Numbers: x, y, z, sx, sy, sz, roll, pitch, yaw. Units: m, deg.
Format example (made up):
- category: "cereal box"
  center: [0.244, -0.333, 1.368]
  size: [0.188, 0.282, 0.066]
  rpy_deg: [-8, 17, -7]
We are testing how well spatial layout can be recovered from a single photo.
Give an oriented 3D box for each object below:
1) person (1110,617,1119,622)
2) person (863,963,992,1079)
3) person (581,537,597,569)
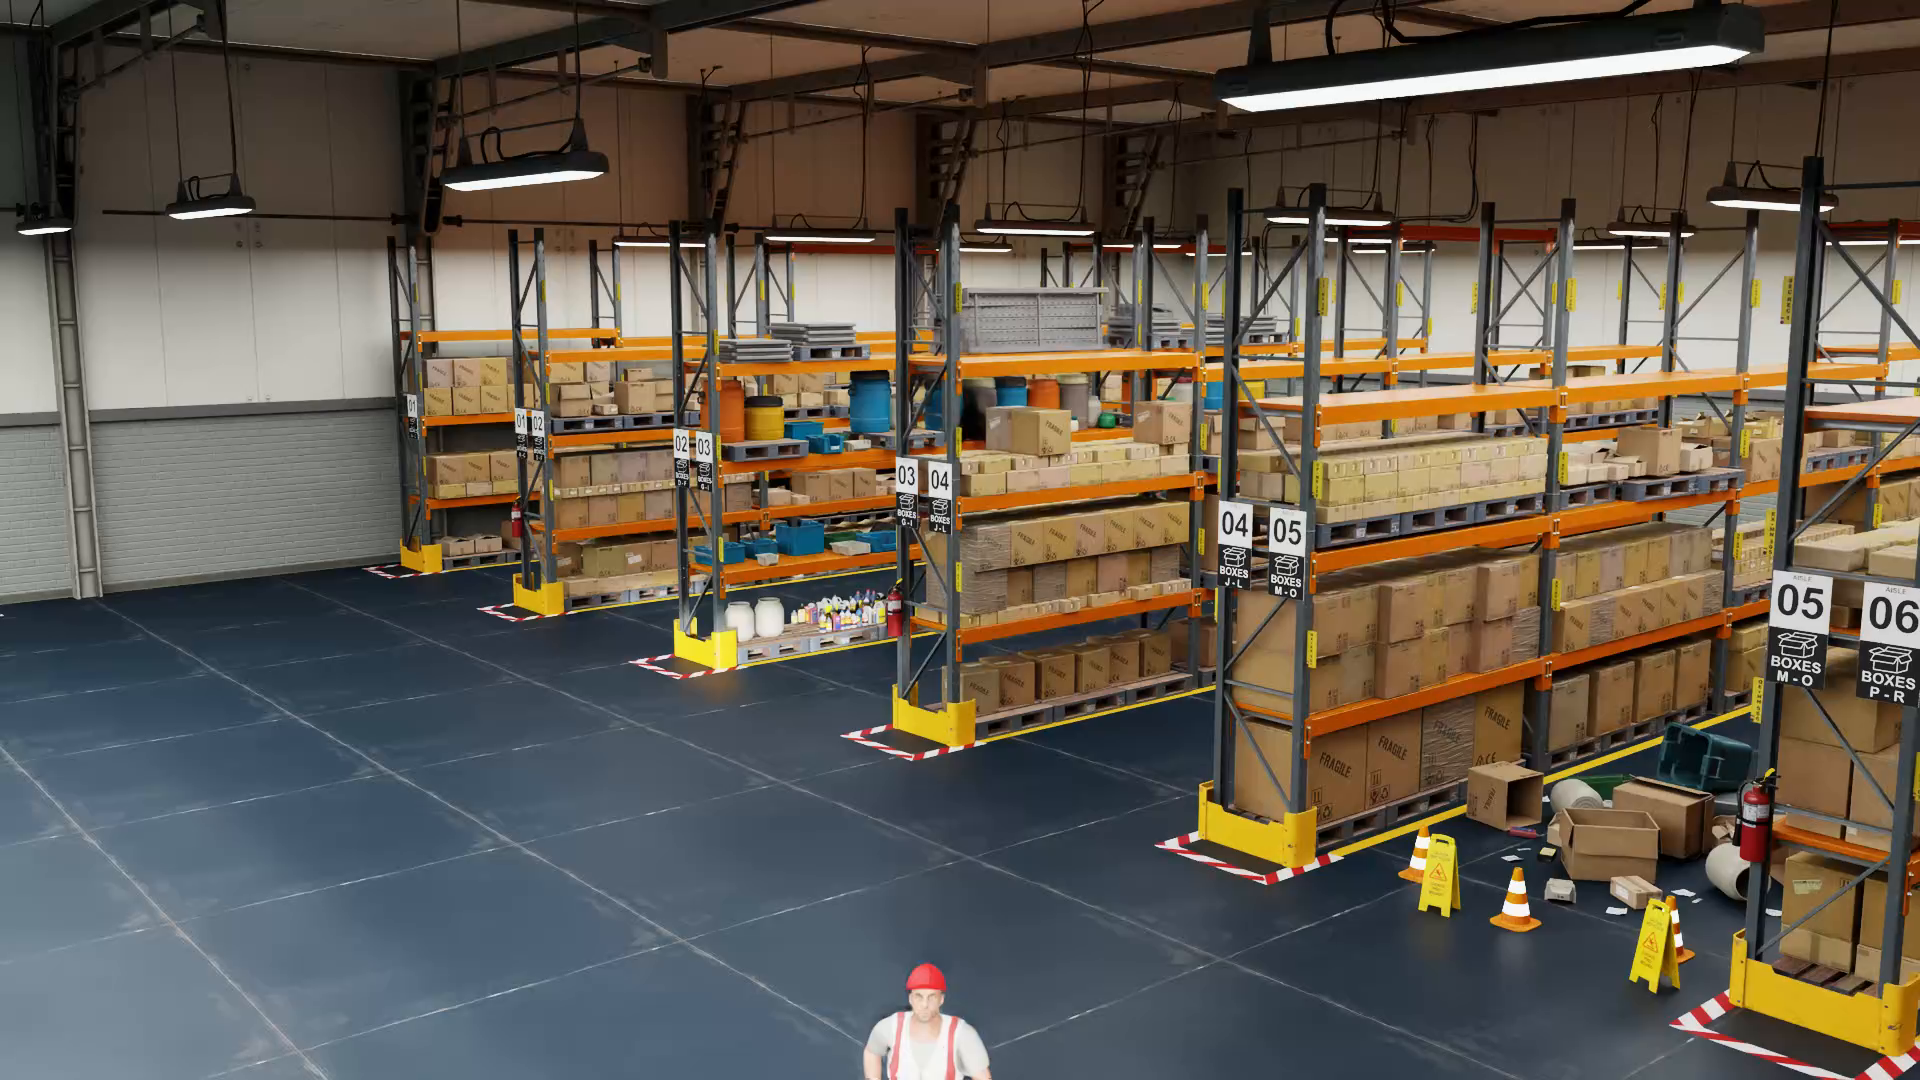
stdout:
- category: "person"
  center: [2.193, 0.334, 24.272]
  size: [0.643, 1.725, 0.549]
  rpy_deg: [-8, 12, -42]
- category: "person"
  center: [-0.171, 2.999, 8.428]
  size: [0.665, 1.768, 0.981]
  rpy_deg: [0, 9, 2]
- category: "person"
  center: [-6.363, -0.124, 28.790]
  size: [0.646, 1.764, 0.927]
  rpy_deg: [7, 11, 37]
